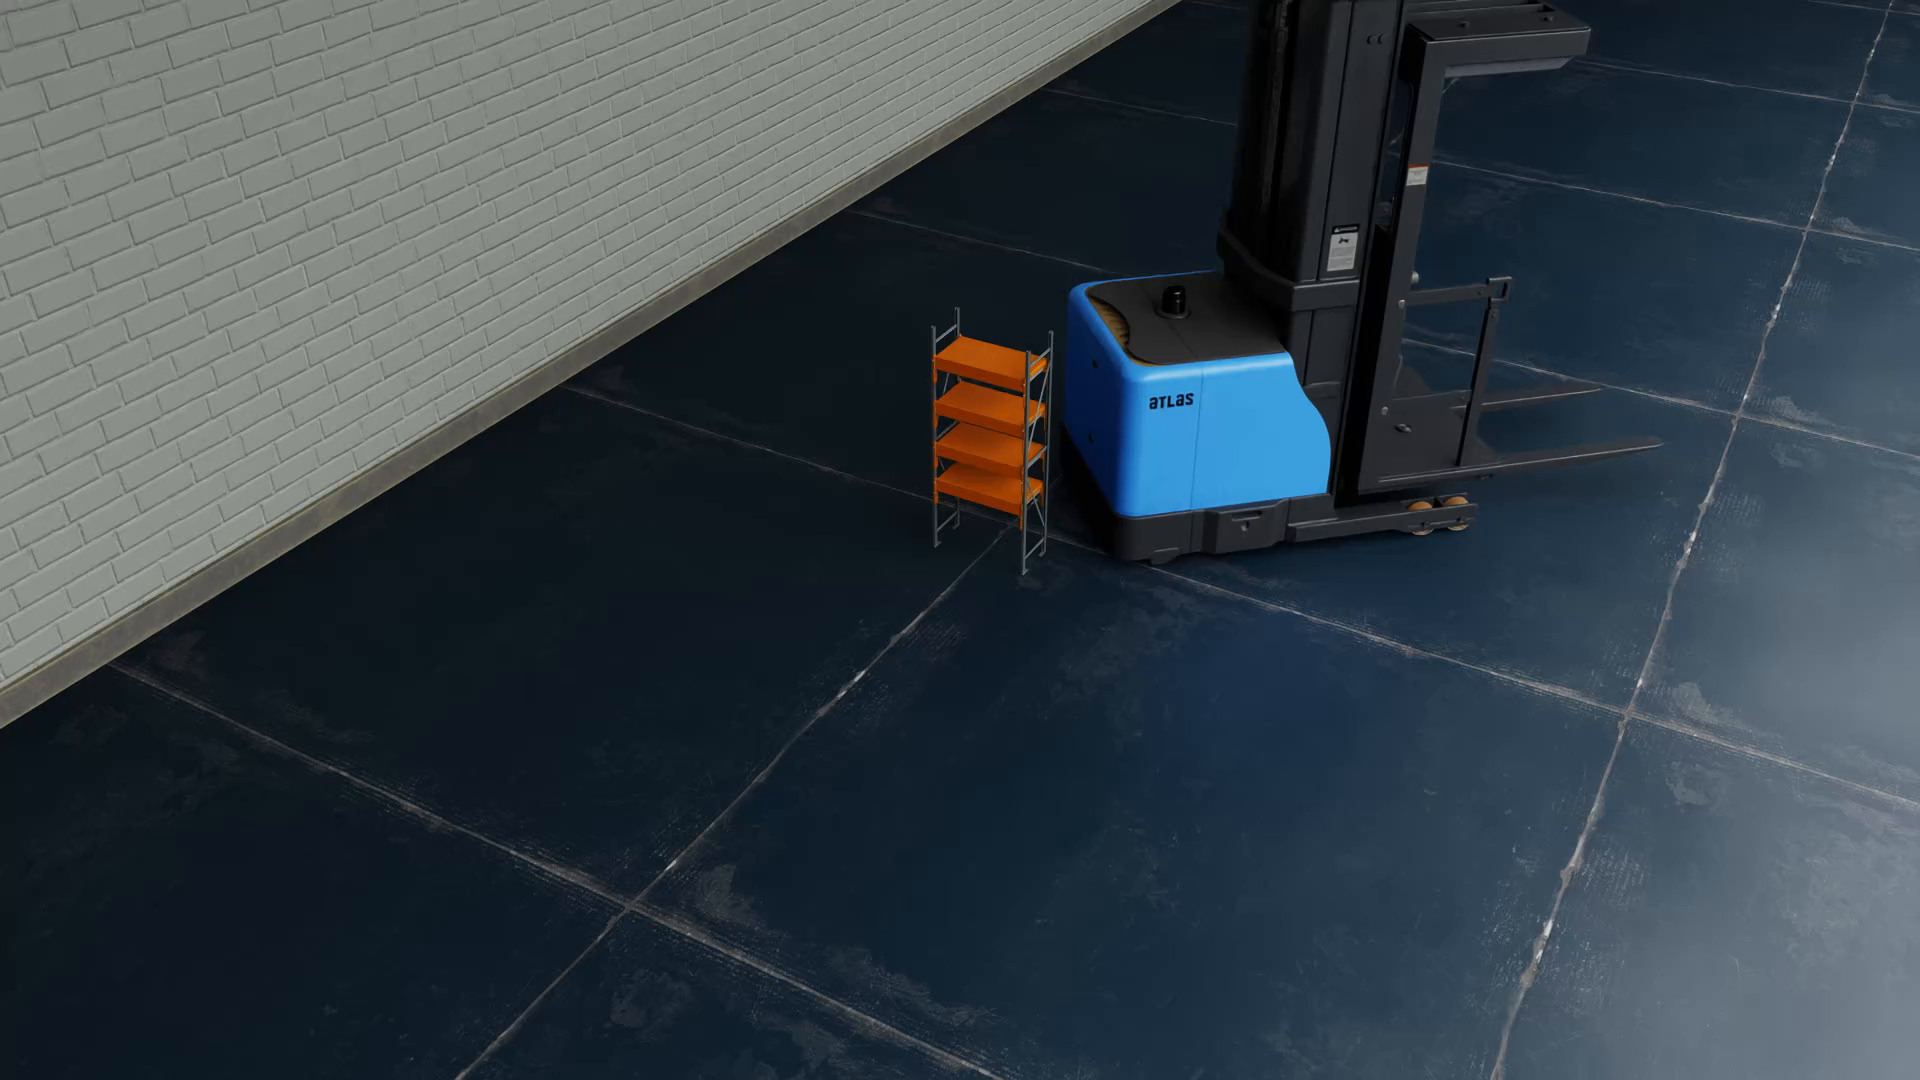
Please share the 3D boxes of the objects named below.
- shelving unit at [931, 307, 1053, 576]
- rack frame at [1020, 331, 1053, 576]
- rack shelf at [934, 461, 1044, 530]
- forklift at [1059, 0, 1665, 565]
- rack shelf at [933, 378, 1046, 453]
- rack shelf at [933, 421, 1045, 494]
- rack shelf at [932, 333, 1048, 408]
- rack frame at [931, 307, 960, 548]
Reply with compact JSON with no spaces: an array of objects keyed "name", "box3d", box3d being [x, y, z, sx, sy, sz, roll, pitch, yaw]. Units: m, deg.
[{"name":"shelving unit","box3d":[0.144,-0.454,7.849,0.503,1.200,0.258,18,37,24]},{"name":"rack frame","box3d":[0.356,-0.387,7.748,0.015,1.200,0.240,18,37,24]},{"name":"rack shelf","box3d":[0.144,-0.233,7.996,0.480,0.148,0.258,18,37,24]},{"name":"forklift","box3d":[2.095,-1.521,7.890,3.031,2.935,1.130,-7,34,-11]},{"name":"rack shelf","box3d":[0.144,-0.584,7.762,0.480,0.148,0.258,18,37,24]},{"name":"rack shelf","box3d":[0.144,-0.398,7.886,0.480,0.148,0.258,18,37,24]},{"name":"rack shelf","box3d":[0.144,-0.781,7.631,0.480,0.148,0.258,18,37,24]},{"name":"rack frame","box3d":[-0.068,-0.521,7.950,0.015,1.200,0.240,18,37,24]}]
